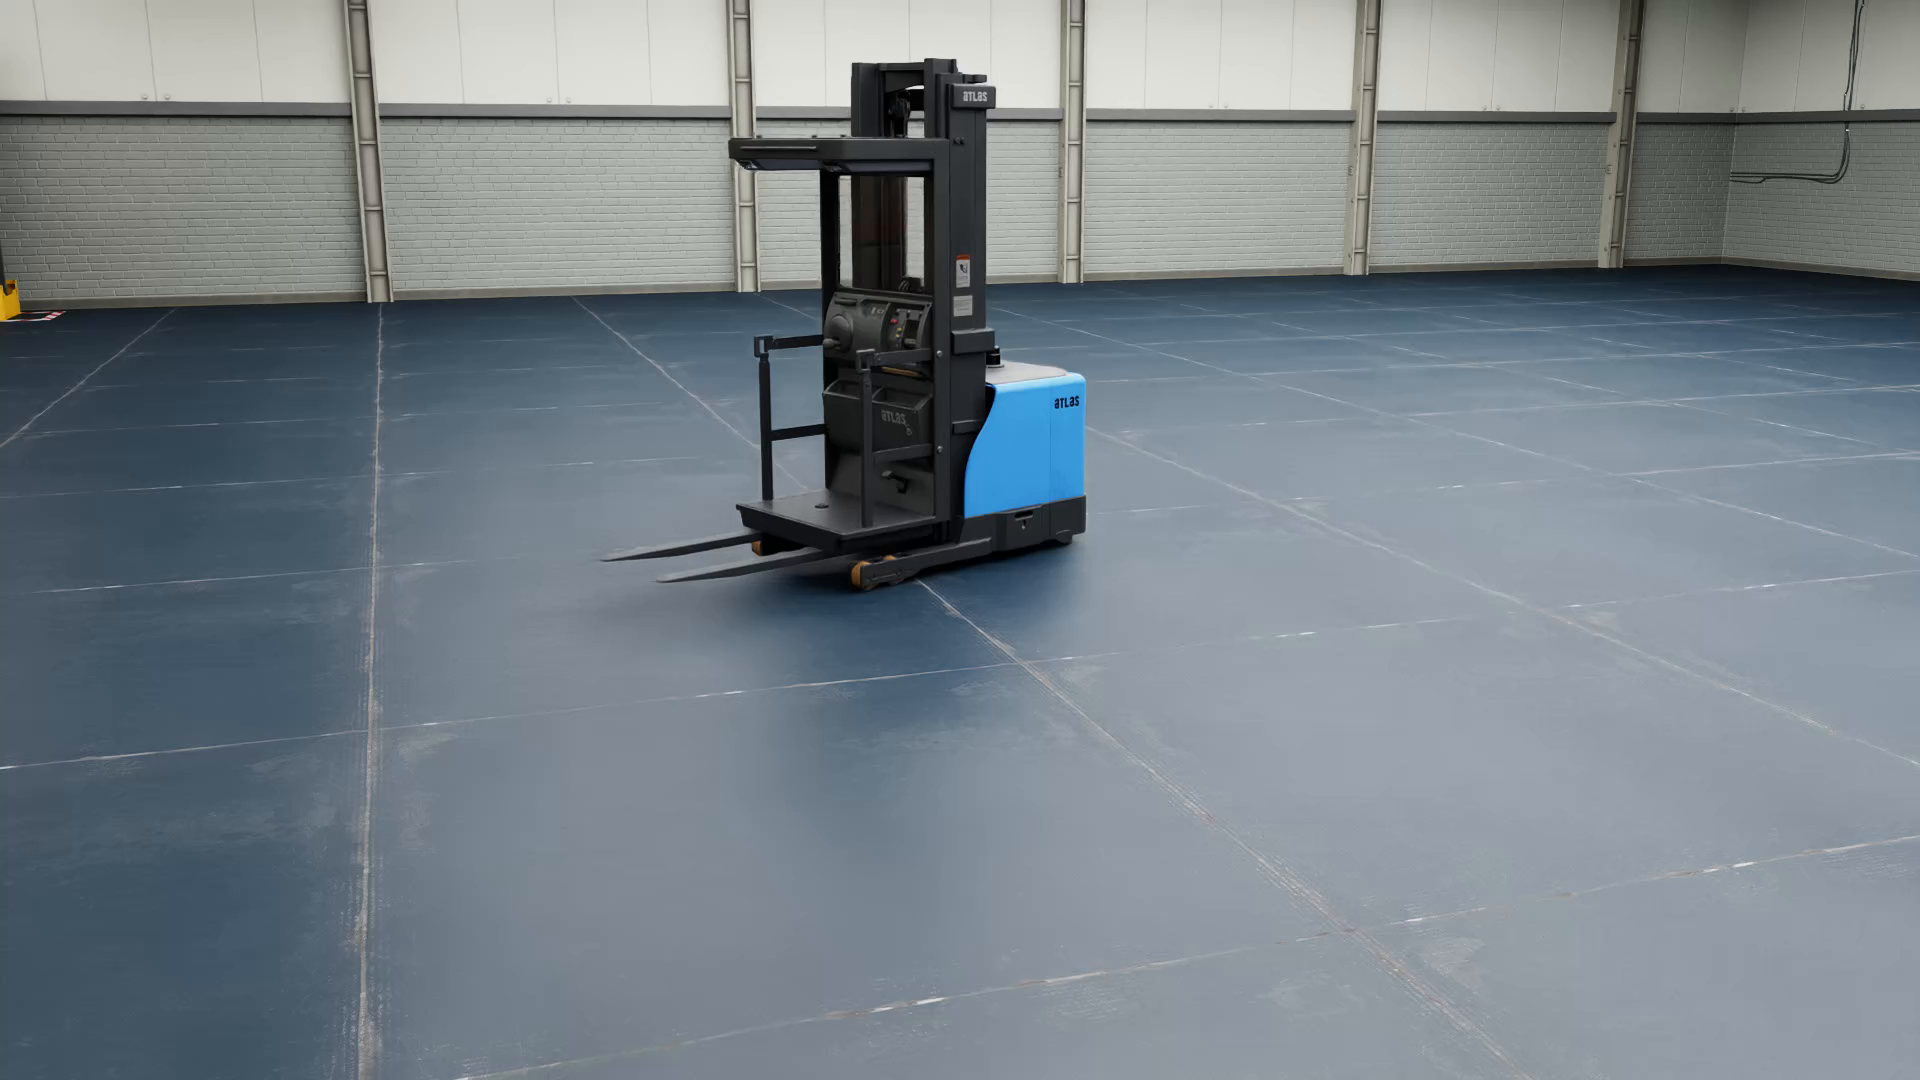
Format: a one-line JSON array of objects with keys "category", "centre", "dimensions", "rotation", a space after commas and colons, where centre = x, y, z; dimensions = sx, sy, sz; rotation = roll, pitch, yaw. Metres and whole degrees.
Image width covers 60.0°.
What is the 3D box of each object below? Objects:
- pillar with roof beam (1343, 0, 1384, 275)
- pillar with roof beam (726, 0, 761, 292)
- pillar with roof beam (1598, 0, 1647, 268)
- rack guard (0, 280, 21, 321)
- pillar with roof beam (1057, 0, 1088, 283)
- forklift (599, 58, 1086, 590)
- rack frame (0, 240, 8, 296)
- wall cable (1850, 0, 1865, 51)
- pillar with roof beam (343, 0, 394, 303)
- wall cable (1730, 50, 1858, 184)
[{"category": "pillar with roof beam", "centre": [9.084, -8.615, 27.414], "dimensions": [0.400, 9.000, 9.100], "rotation": [-4, 14, -18]}, {"category": "pillar with roof beam", "centre": [-2.289, -7.729, 23.691], "dimensions": [0.400, 9.000, 9.100], "rotation": [-4, 14, -18]}, {"category": "pillar with roof beam", "centre": [14.771, -9.058, 29.276], "dimensions": [0.400, 9.000, 9.100], "rotation": [-4, 14, -18]}, {"category": "rack guard", "centre": [-14.066, -3.509, 24.313], "dimensions": [0.348, 0.500, 1.175], "rotation": [-4, 14, -18]}, {"category": "pillar with roof beam", "centre": [3.397, -8.172, 25.553], "dimensions": [0.400, 9.000, 9.100], "rotation": [-4, 14, -18]}, {"category": "forklift", "centre": [-0.646, -1.276, 9.673], "dimensions": [3.031, 2.935, 1.130], "rotation": [-11, 17, -39]}, {"category": "rack frame", "centre": [-14.088, -4.723, 24.016], "dimensions": [0.127, 3.000, 1.000], "rotation": [-4, 14, -18]}, {"category": "wall cable", "centre": [17.474, -10.282, 30.221], "dimensions": [0.112, 2.526, 3.097], "rotation": [-4, 14, -18]}, {"category": "pillar with roof beam", "centre": [-7.976, -7.286, 21.829], "dimensions": [0.400, 9.000, 9.100], "rotation": [-4, 14, -18]}, {"category": "wall cable", "centre": [16.611, -8.419, 33.300], "dimensions": [0.112, 2.526, 3.097], "rotation": [-4, 14, -18]}]
